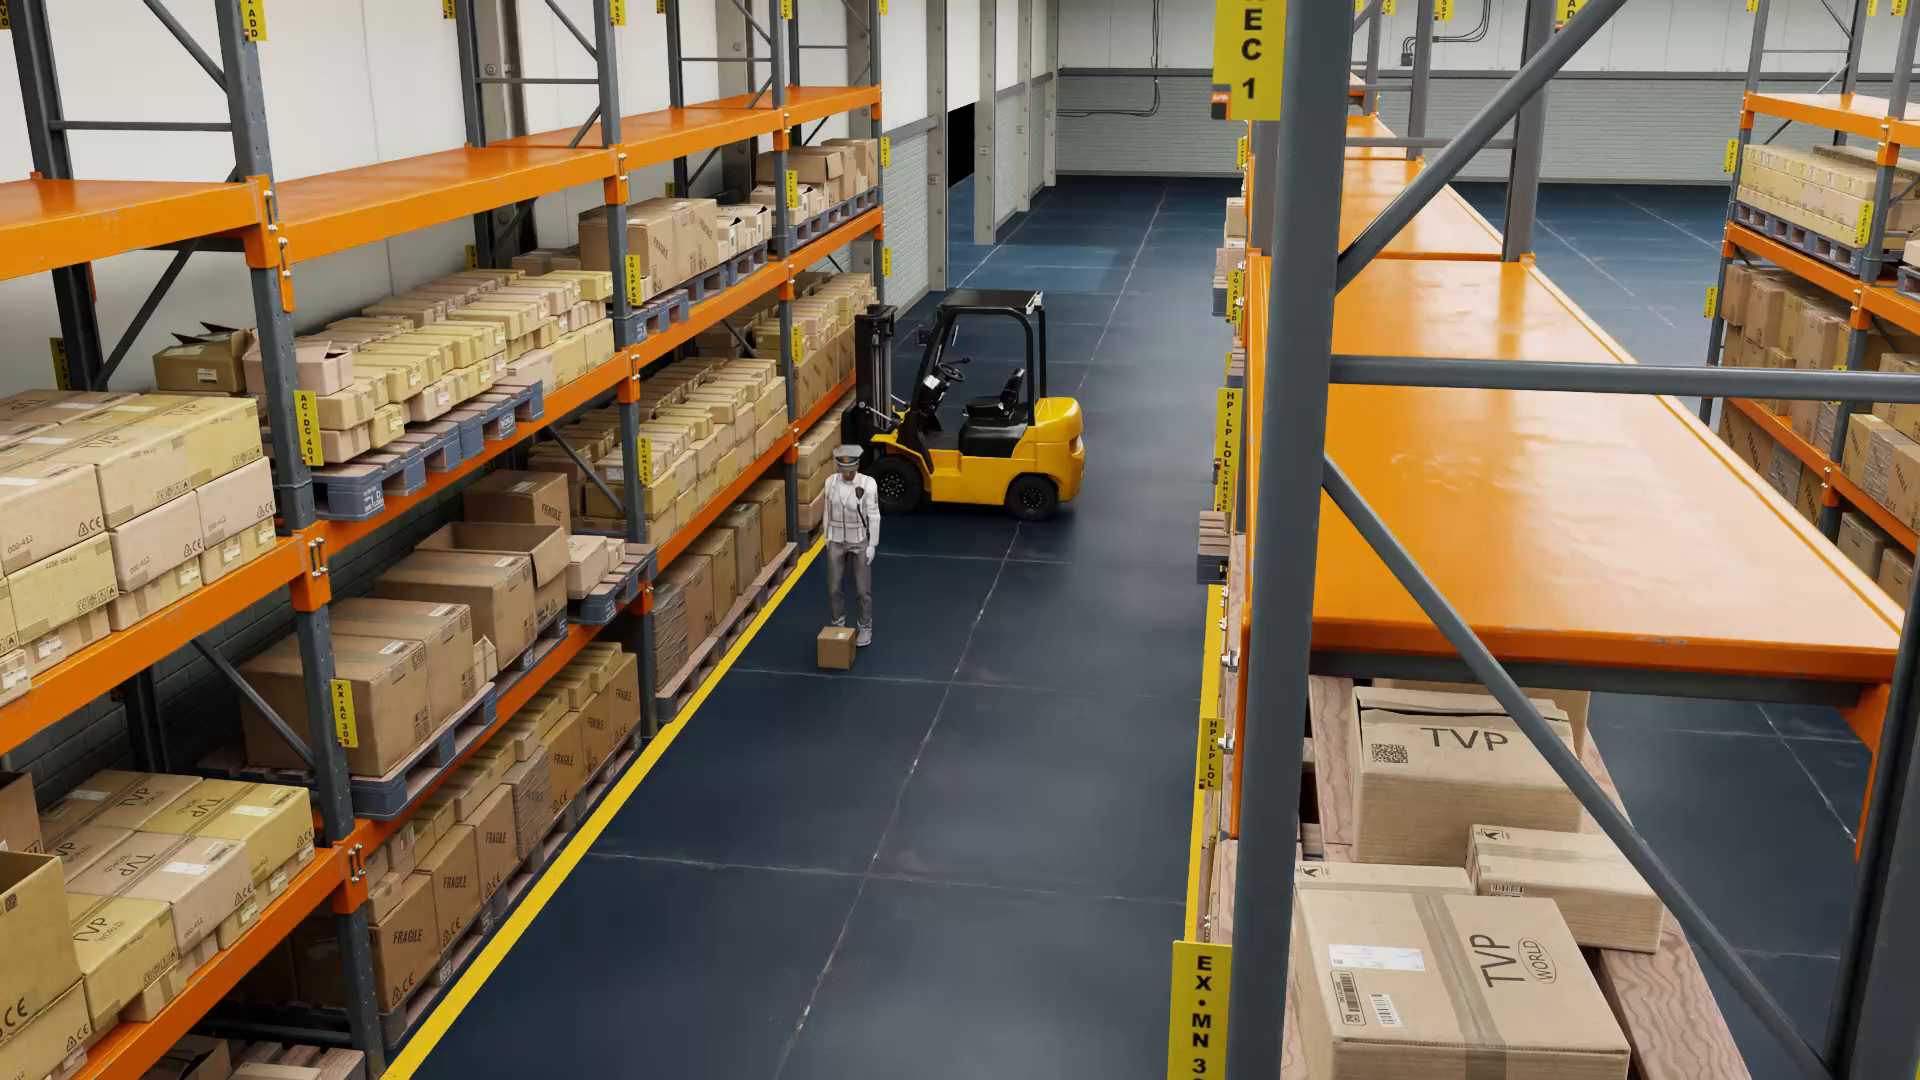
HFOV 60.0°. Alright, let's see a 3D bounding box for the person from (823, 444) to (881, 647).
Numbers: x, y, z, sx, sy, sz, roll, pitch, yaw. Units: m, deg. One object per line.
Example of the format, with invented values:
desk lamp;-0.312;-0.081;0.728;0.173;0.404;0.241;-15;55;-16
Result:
person;-0.873;0.042;13.383;0.476;1.659;0.338;3;18;10
